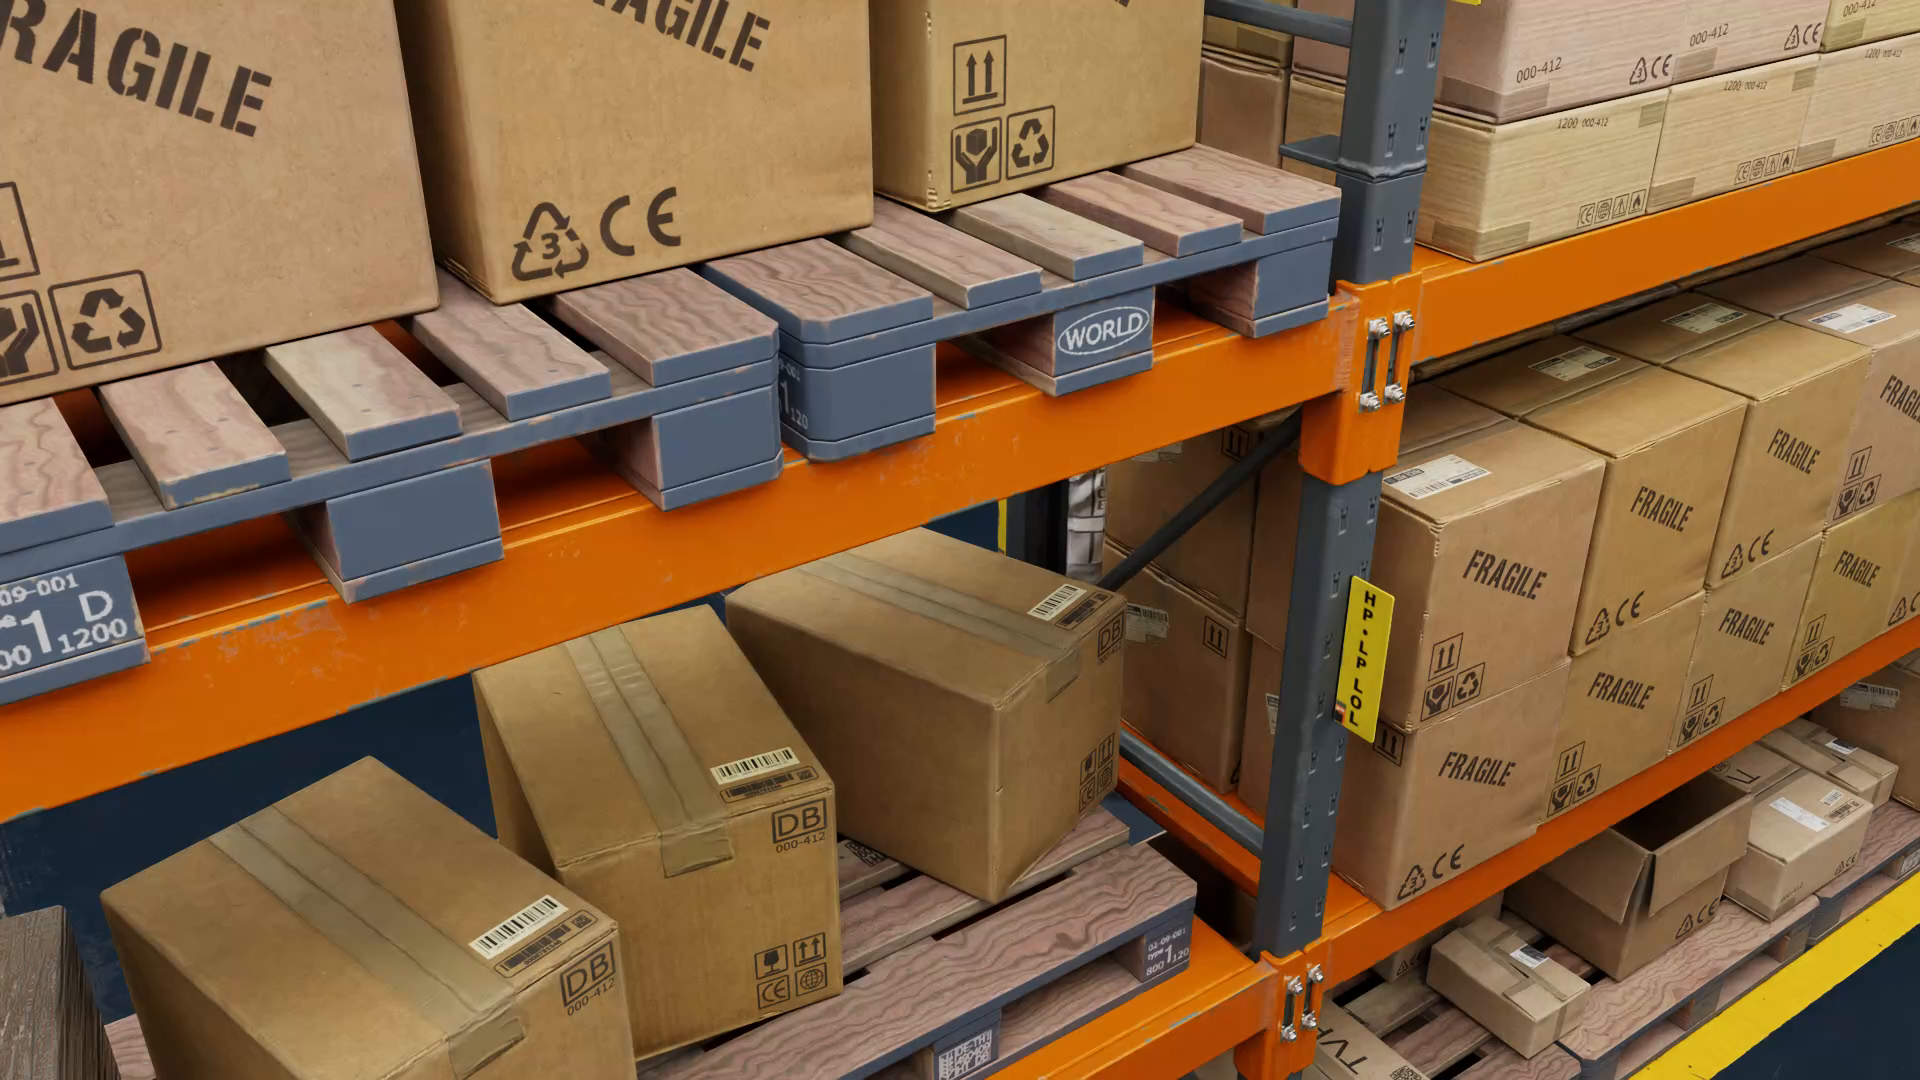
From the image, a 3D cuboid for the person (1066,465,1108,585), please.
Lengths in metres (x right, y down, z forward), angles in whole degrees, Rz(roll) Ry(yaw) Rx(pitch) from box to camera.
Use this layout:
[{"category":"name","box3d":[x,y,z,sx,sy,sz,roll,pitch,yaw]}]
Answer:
[{"category":"person","box3d":[0.578,0.044,6.023,0.682,1.740,0.523,13,31,22]}]
